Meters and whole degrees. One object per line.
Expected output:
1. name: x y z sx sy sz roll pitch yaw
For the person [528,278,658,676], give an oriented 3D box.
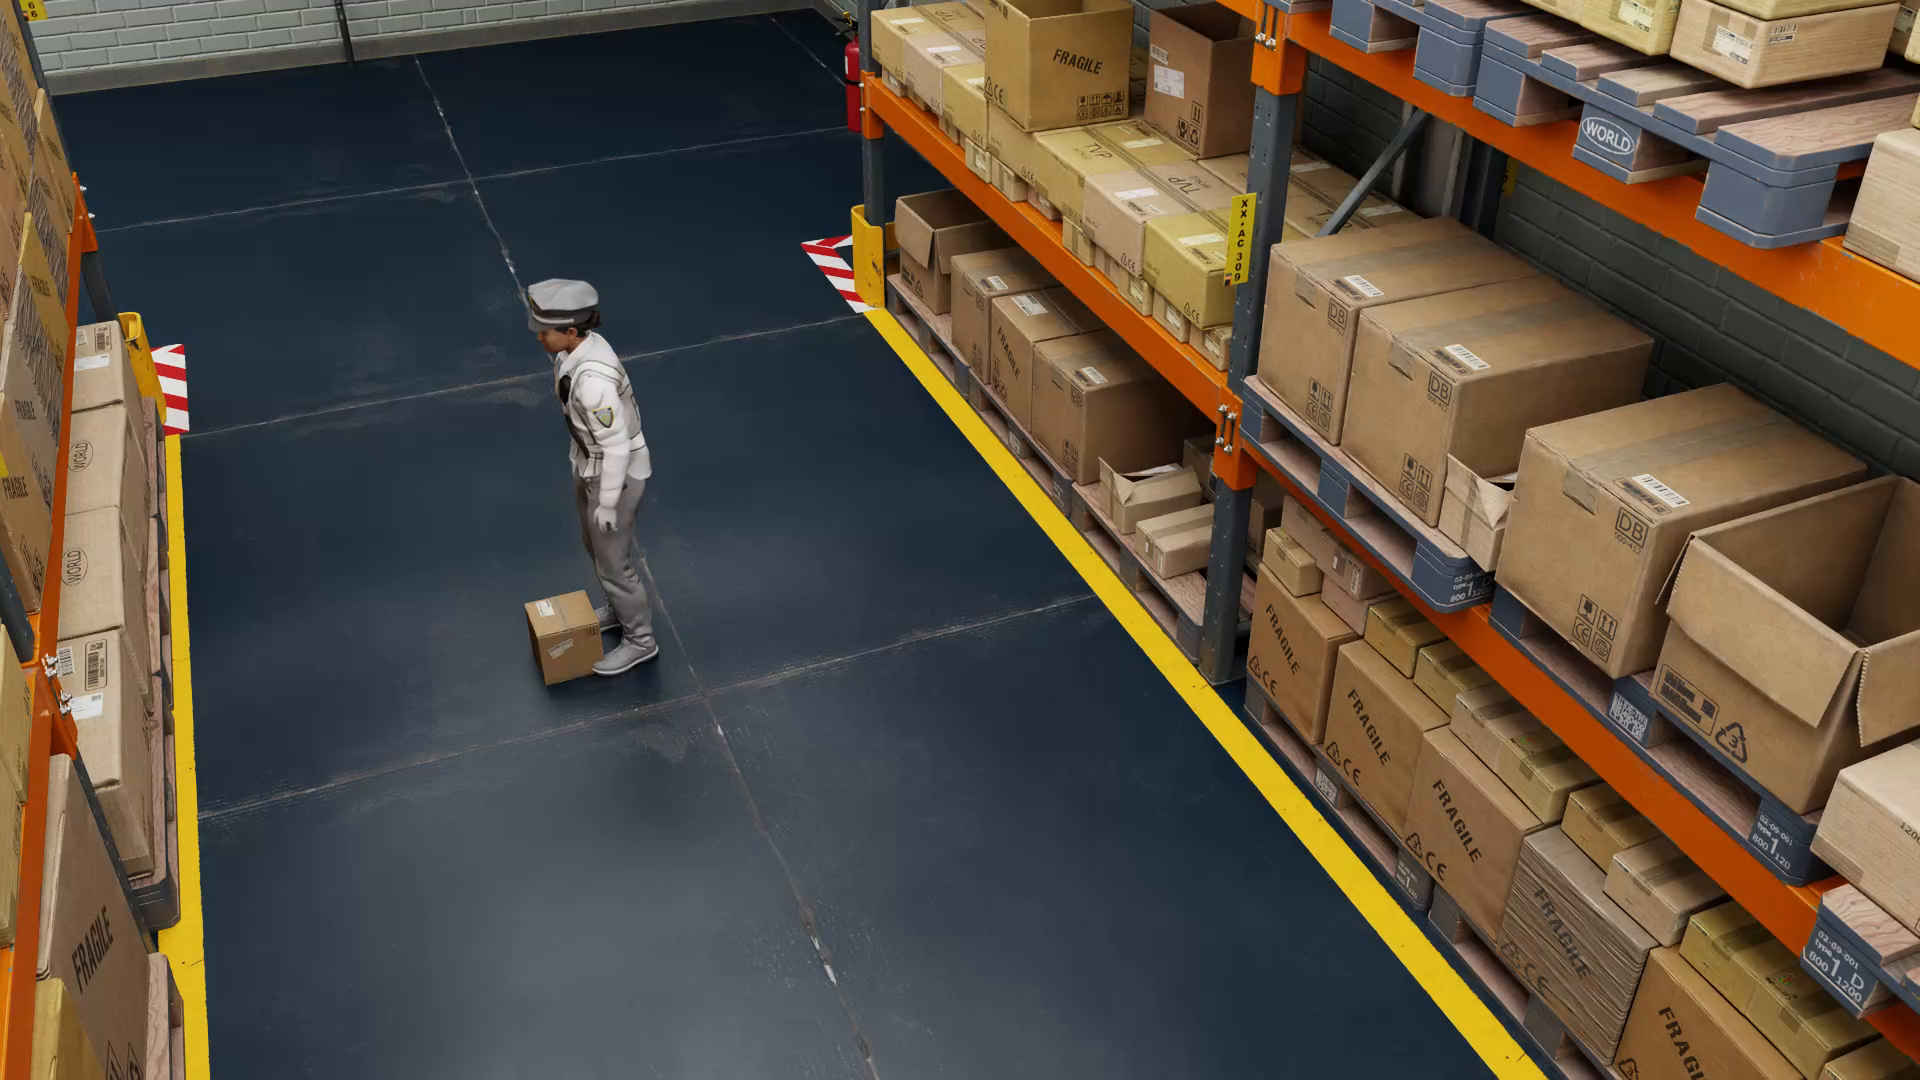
1. person: -1.424 -0.260 6.528 0.358 1.663 0.449 -13 36 -19
